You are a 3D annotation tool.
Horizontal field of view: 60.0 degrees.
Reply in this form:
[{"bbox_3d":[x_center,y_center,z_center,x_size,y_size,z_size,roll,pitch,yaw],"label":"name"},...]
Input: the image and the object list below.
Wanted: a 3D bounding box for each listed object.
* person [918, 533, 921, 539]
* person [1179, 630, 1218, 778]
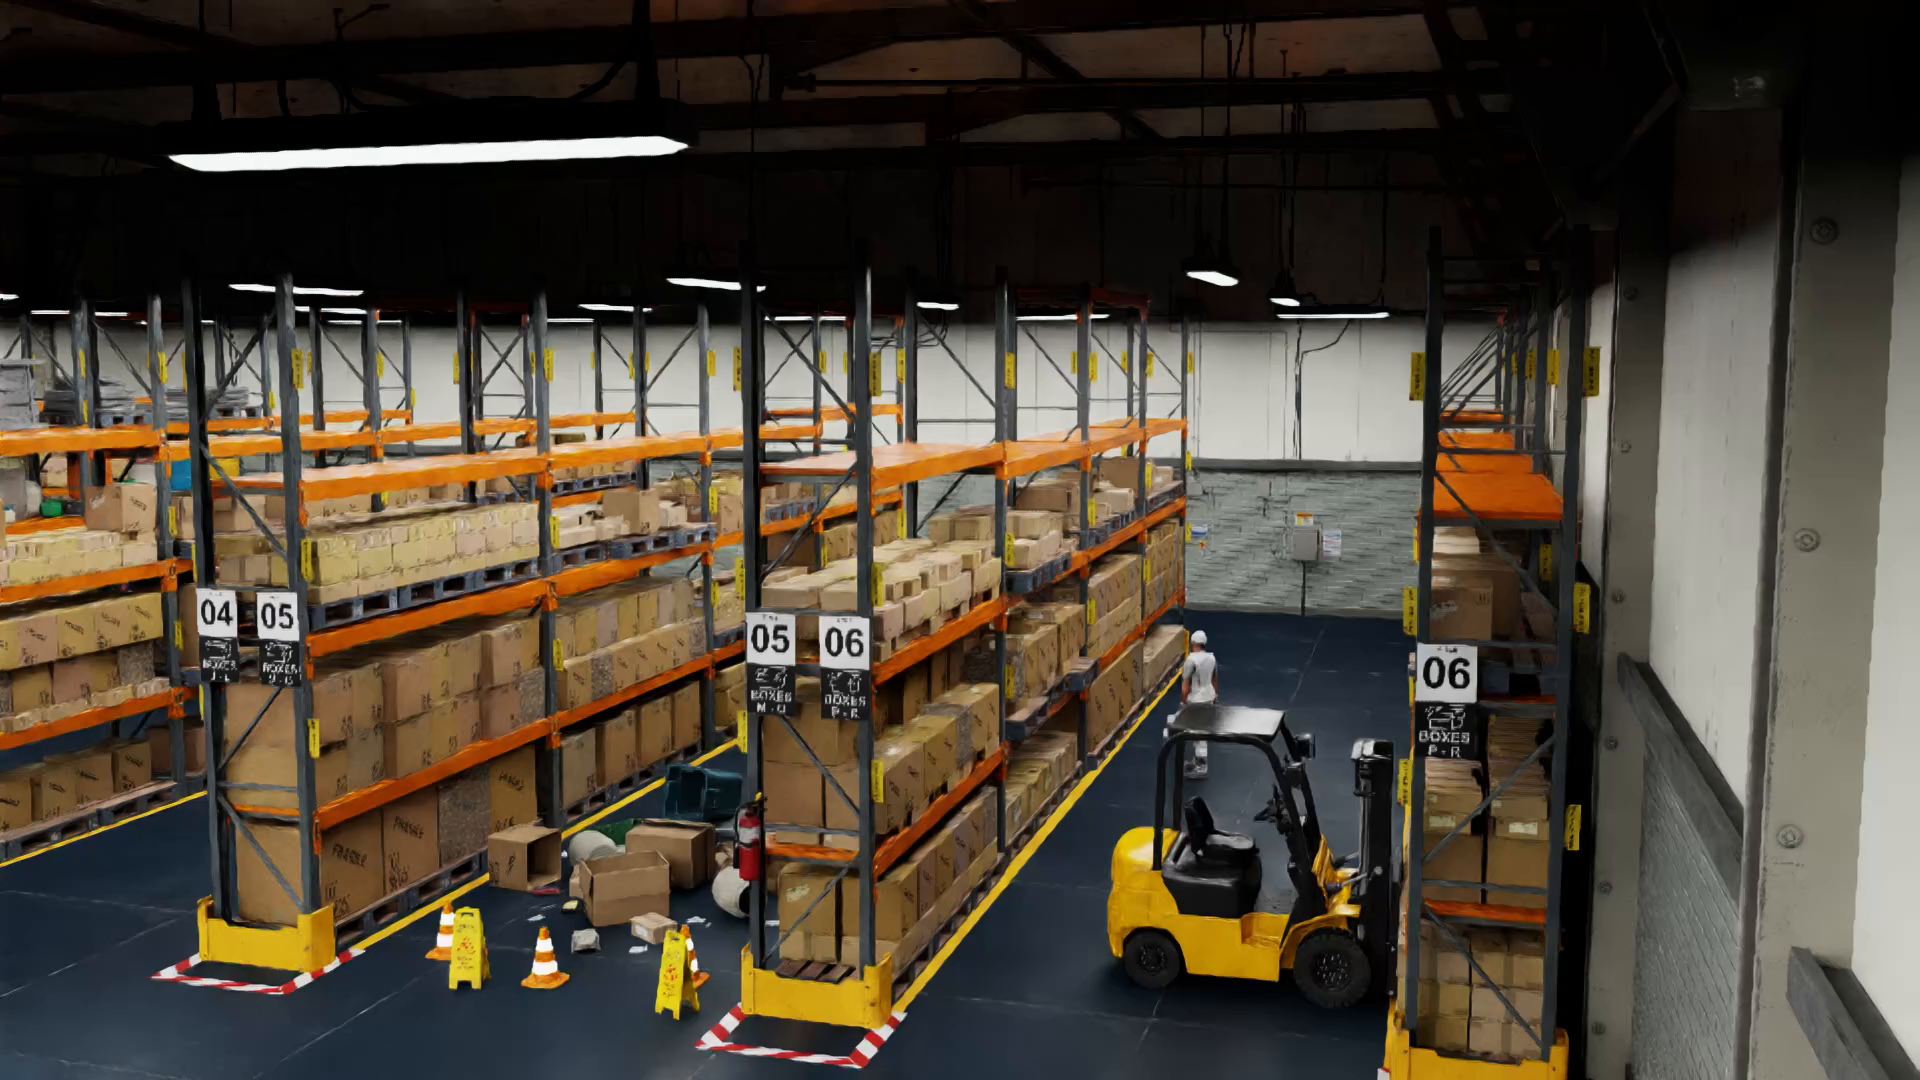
[{"bbox_3d":[-0.769,0.677,32.780,0.570,1.669,0.955,5,8,36],"label":"person"},{"bbox_3d":[2.910,1.982,20.416,0.655,1.785,0.577,-6,9,-43],"label":"person"}]
